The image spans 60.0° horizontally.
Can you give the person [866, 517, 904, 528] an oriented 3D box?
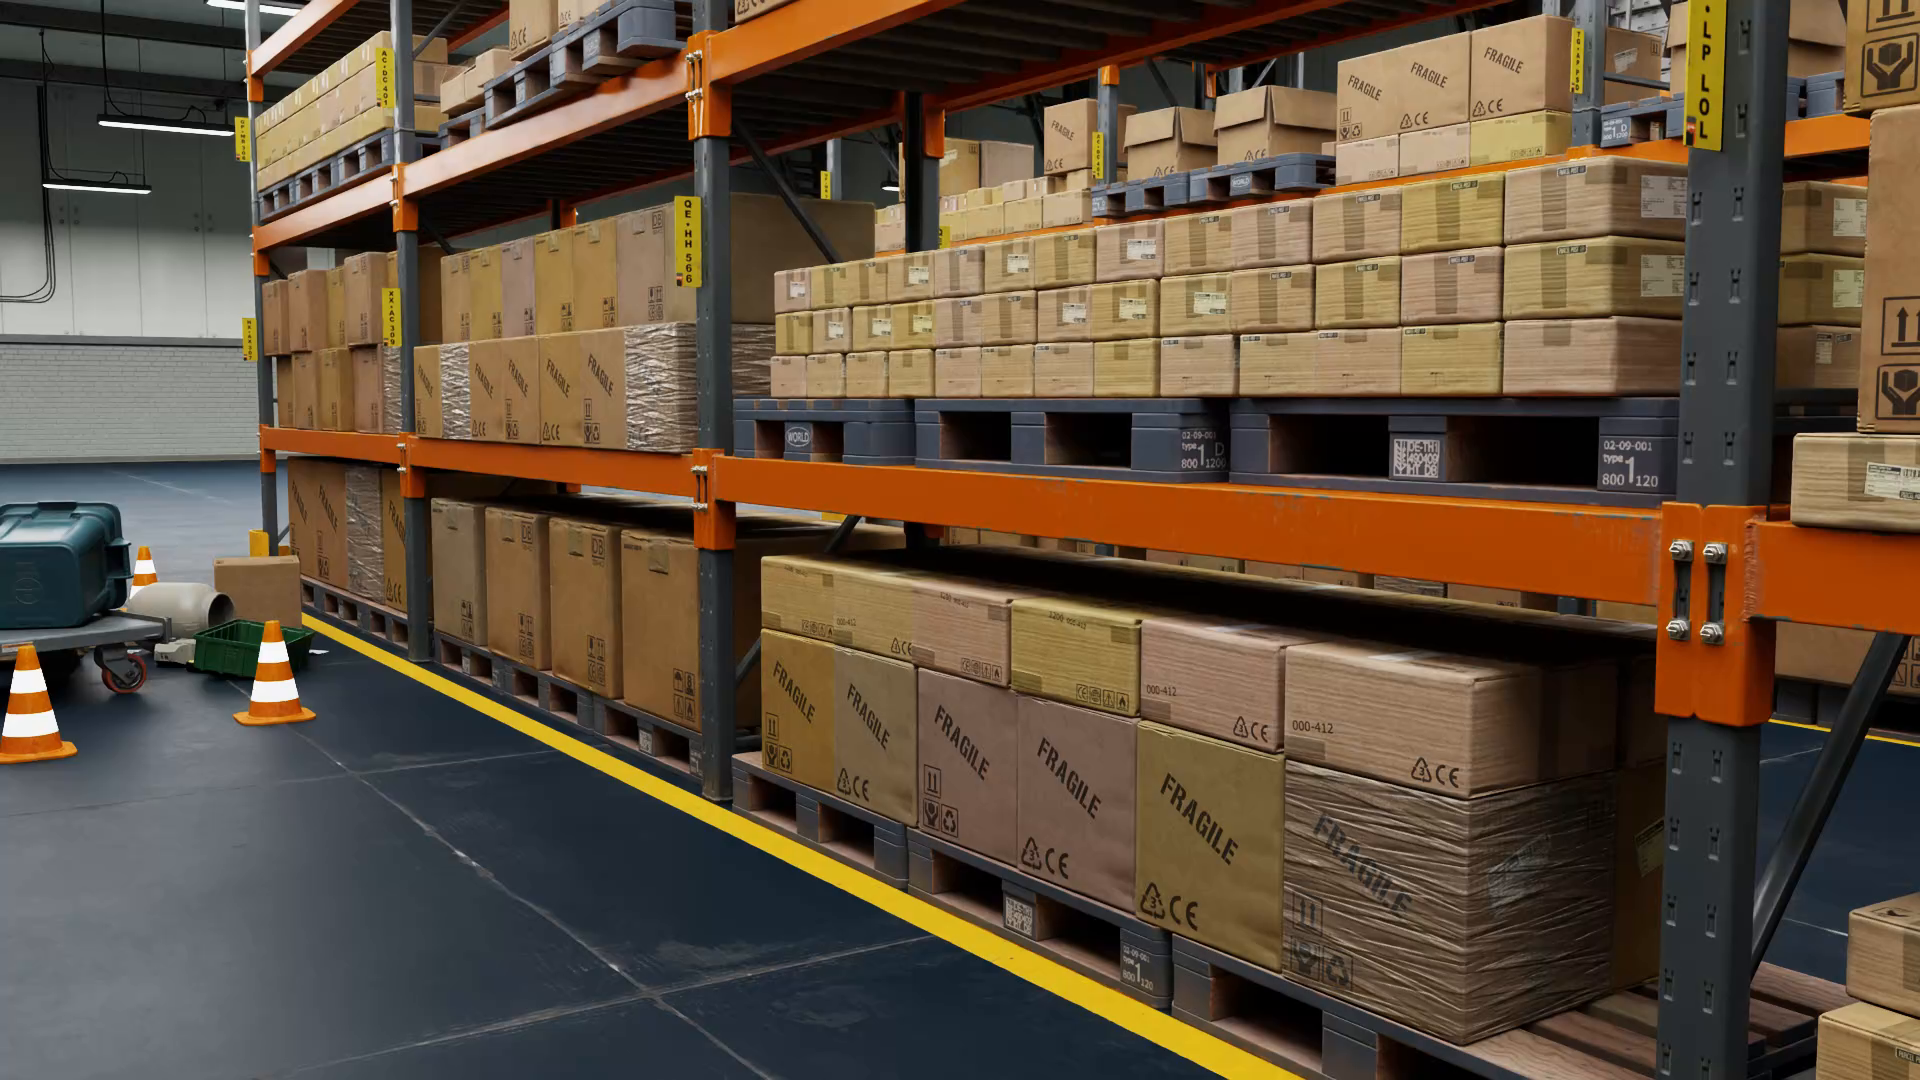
[{"bbox_3d":[-0.326,-0.075,9.032,0.439,1.659,0.341,-3,6,-33],"label":"person"}]
